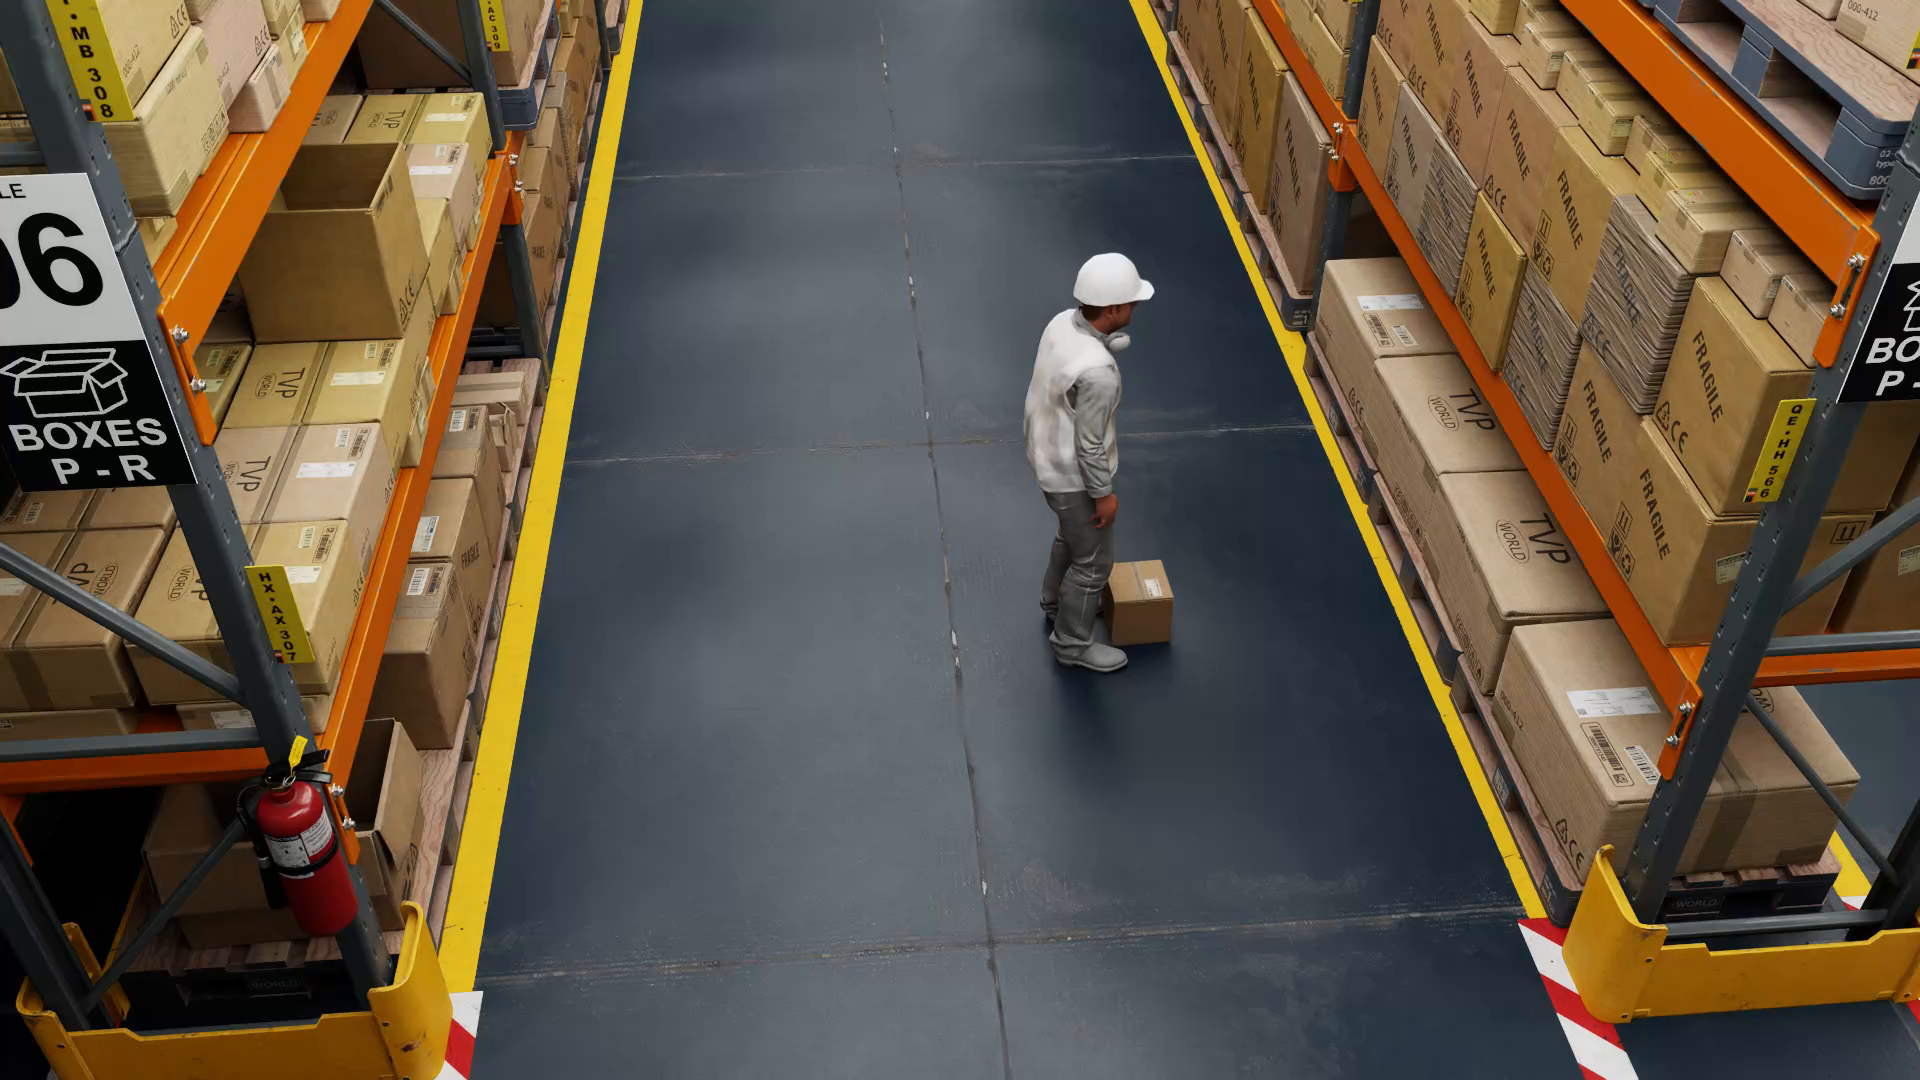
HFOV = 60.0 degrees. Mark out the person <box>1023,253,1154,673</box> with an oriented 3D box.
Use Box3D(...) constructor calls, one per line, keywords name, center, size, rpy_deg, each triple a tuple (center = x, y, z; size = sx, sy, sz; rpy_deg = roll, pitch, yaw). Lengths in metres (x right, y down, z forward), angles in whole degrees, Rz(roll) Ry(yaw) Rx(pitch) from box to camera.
Box3D(name="person", center=(0.483, -0.310, 6.519), size=(0.465, 1.770, 0.591), rpy_deg=(-5, 39, -7))
